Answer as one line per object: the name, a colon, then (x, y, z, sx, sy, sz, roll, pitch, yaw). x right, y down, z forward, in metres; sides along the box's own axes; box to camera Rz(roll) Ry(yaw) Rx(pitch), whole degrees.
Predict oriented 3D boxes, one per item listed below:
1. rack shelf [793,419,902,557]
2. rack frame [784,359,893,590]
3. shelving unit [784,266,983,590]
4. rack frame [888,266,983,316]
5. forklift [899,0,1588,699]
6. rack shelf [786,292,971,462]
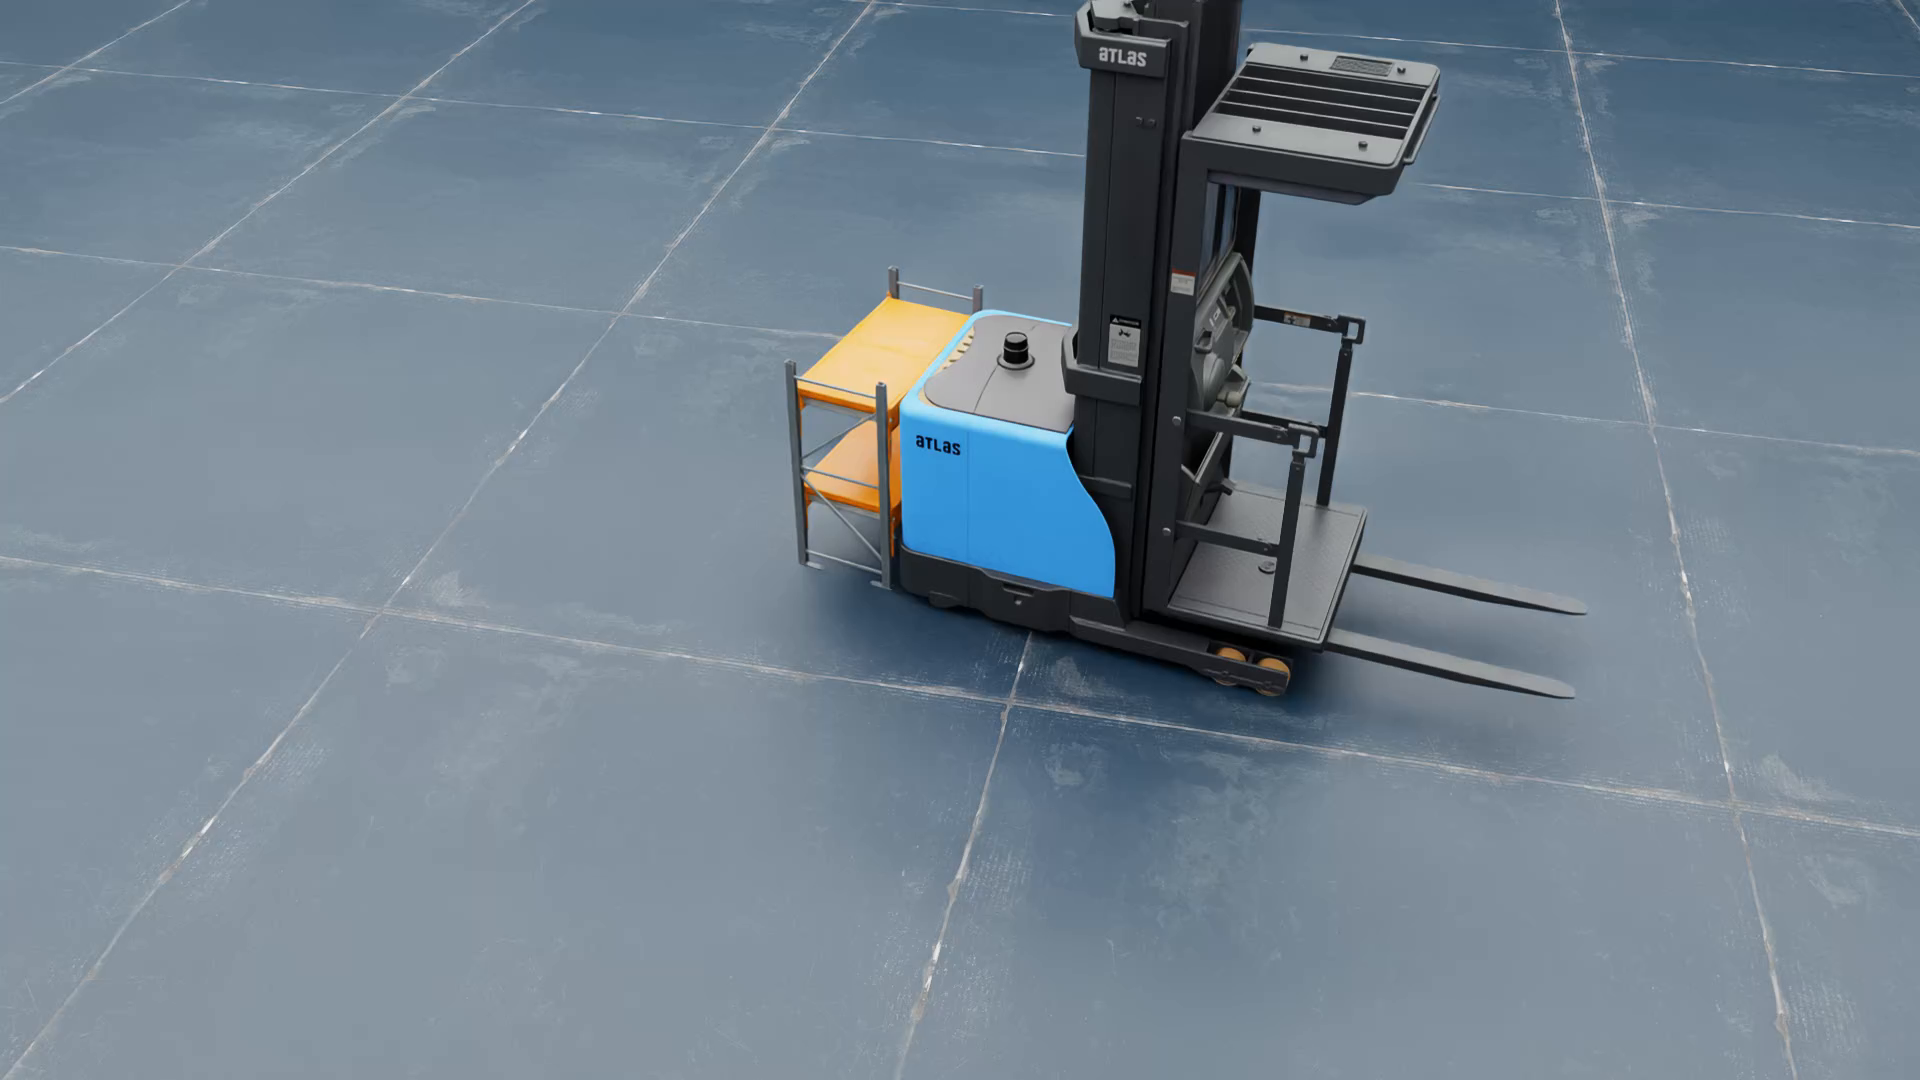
rack shelf: (-0.336, -0.358, 8.202, 0.538, 0.278, 1.000, 15, 39, 20)
rack frame: (-0.552, -0.286, 7.686, 0.500, 1.125, 0.032, 15, 39, 20)
shelving unit: (-0.336, -0.556, 8.058, 0.538, 1.125, 1.048, 15, 39, 20)
rack frame: (-0.121, -0.826, 8.431, 0.500, 1.125, 0.032, 15, 39, 20)
forklift: (1.288, -0.856, 6.933, 3.031, 2.935, 1.130, 13, 38, 17)
rack shelf: (-0.336, -0.793, 7.887, 0.538, 0.278, 1.000, 15, 39, 20)
